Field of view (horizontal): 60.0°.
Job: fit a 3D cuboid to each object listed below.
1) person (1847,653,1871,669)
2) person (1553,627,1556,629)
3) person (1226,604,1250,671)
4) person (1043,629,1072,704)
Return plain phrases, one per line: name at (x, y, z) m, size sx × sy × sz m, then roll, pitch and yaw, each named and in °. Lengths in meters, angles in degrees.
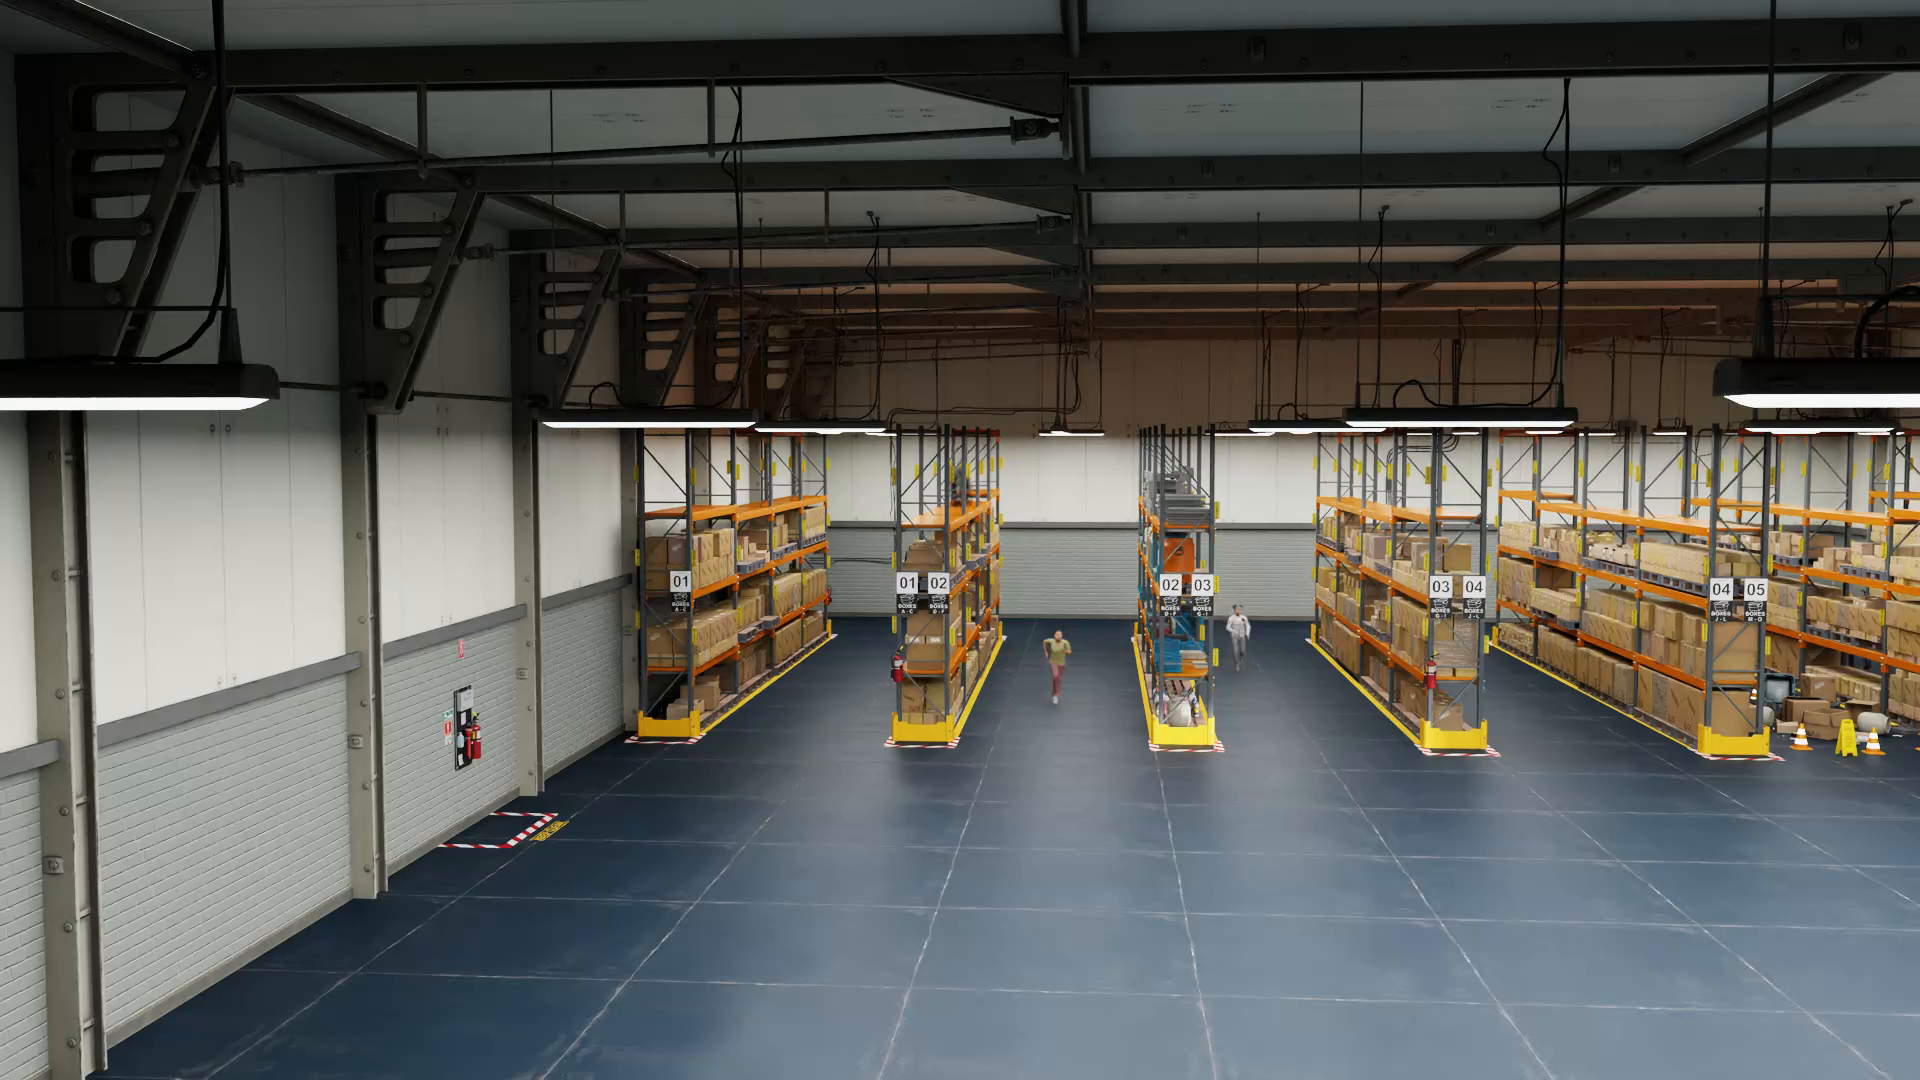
person at (22.196, 2.425, 41.061) m, size 0.616 × 1.713 × 0.751 m, roll 0°, pitch 3°, yaw -2°
person at (16.736, 2.057, 46.385) m, size 0.686 × 1.727 × 0.644 m, roll -1°, pitch 4°, yaw -23°
person at (6.869, 2.404, 40.976) m, size 0.605 × 1.659 × 0.538 m, roll 0°, pitch 3°, yaw 3°
person at (2.101, 2.711, 35.984) m, size 0.570 × 1.629 × 0.879 m, roll 0°, pitch 4°, yaw -8°
